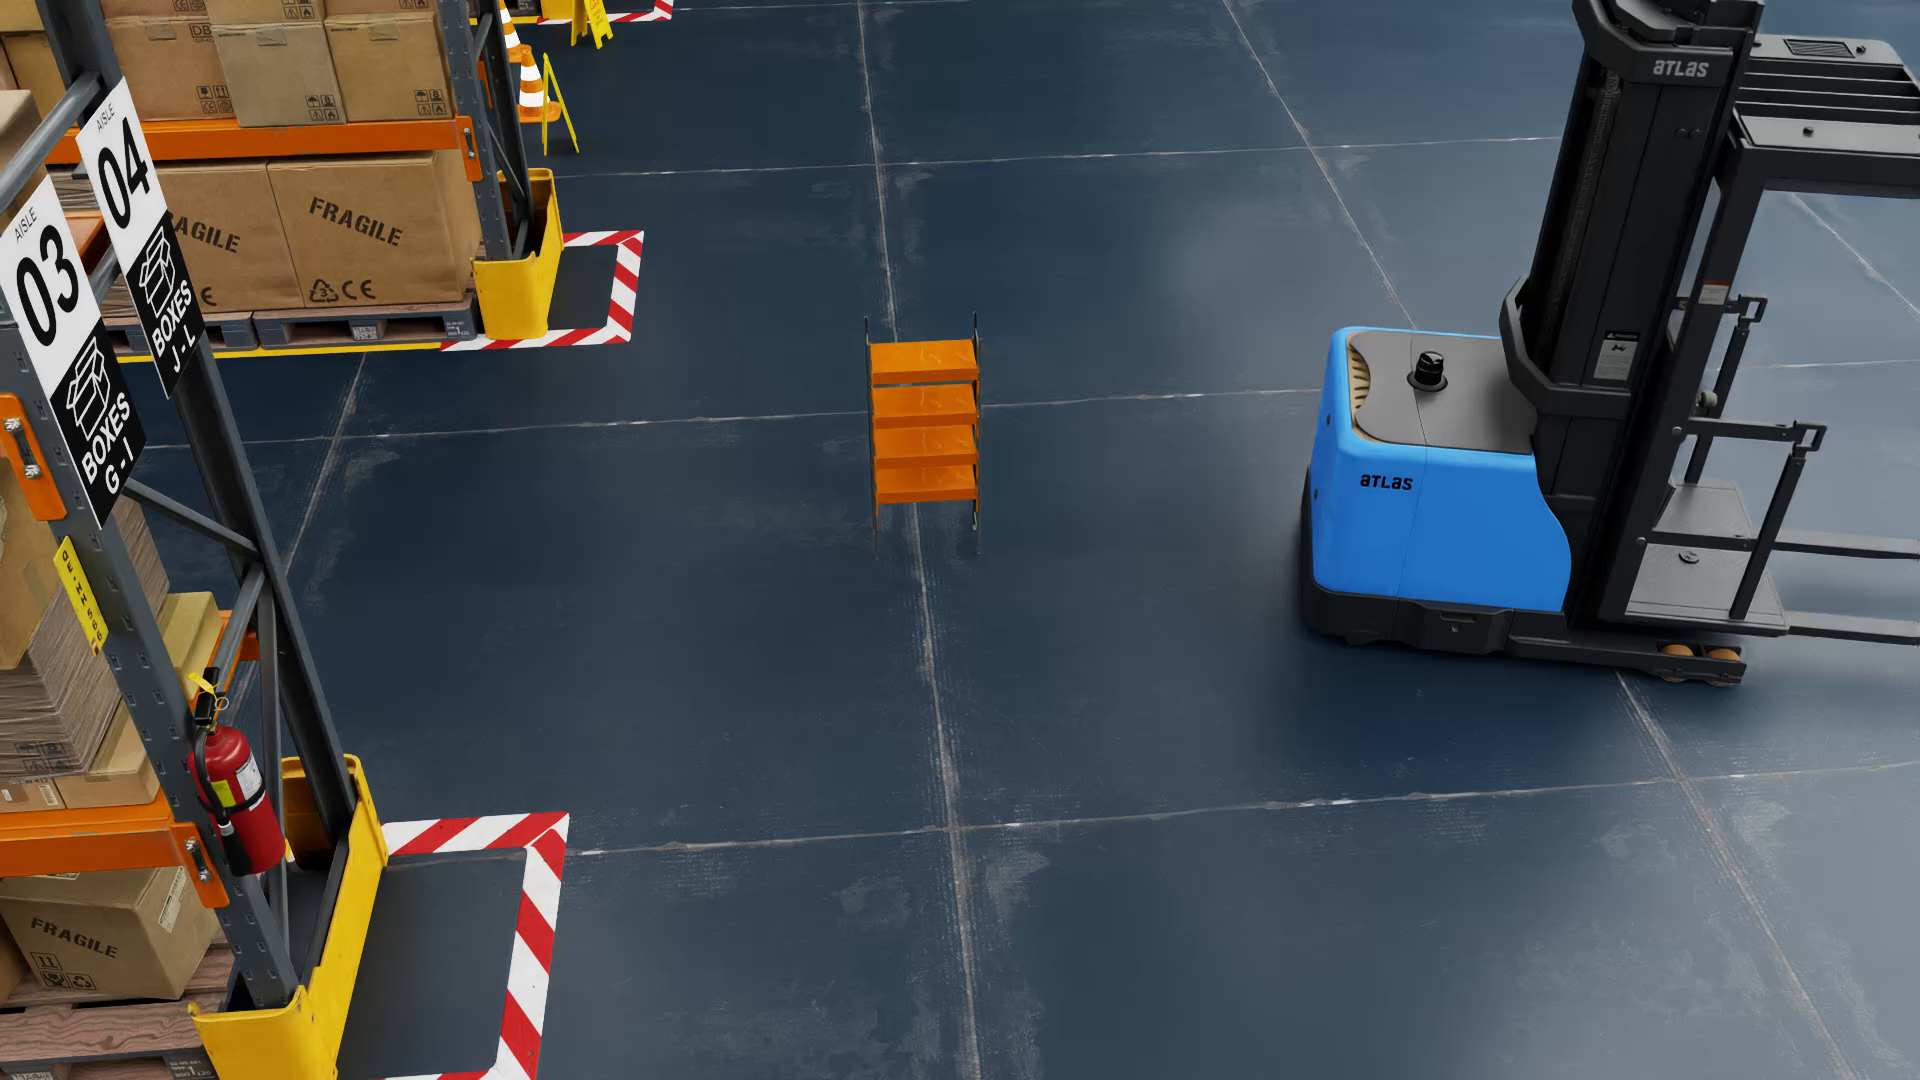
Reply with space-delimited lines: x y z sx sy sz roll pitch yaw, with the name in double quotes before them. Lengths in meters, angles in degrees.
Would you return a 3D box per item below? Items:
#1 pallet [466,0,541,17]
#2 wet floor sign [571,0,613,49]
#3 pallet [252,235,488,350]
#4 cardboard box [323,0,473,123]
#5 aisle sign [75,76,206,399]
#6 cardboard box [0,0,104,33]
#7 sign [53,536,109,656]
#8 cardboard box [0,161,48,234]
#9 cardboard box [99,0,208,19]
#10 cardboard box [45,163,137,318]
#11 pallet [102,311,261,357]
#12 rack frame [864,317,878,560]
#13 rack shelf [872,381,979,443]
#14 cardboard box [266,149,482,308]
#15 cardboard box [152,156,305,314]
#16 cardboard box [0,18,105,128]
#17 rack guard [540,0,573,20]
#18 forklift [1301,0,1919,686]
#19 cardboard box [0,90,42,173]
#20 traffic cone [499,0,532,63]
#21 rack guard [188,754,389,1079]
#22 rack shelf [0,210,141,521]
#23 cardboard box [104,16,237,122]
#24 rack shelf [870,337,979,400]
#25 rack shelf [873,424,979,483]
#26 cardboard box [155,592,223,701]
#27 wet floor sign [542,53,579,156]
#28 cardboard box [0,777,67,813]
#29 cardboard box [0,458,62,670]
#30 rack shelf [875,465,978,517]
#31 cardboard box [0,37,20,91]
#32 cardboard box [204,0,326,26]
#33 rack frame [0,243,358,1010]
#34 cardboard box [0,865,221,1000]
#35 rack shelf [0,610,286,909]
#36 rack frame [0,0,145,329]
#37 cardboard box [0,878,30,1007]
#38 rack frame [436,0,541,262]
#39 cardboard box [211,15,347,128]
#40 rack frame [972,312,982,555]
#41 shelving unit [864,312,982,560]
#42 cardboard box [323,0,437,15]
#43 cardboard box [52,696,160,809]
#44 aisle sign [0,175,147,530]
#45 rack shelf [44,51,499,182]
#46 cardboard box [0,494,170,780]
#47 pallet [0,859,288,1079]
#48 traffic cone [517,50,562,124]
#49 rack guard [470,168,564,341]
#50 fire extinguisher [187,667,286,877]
"pallet" -4.052 -4.611 13.746 1.213 0.211 1.003 -3 38 -4
"wet floor sign" -2.880 -4.159 12.822 0.232 0.644 0.267 9 39 12
"pallet" -3.415 -1.497 9.799 1.213 0.211 1.003 -3 38 -4
"cardboard box" -2.991 -2.695 8.944 0.550 0.550 0.875 -3 38 -4
"aisle sign" -2.251 -0.827 4.600 0.004 0.787 0.394 -3 38 -4
"cardboard box" -4.624 -3.027 8.494 0.500 0.550 0.875 -3 38 -4
"sign" -2.257 0.147 4.275 0.005 0.325 0.100 -3 38 -4
"cardboard box" -2.789 -0.870 4.453 0.500 0.250 0.500 -2 38 -3
"cardboard box" -4.108 -3.136 8.633 0.550 0.550 0.875 -3 38 -4
"cardboard box" -5.079 -1.838 9.357 0.875 0.875 0.875 -3 38 -4
"pallet" -4.627 -1.432 9.717 1.213 0.211 1.003 -3 38 -4
"rack frame" -0.408 -0.449 7.672 0.015 1.200 0.240 -3 38 -4
"rack shelf" -0.165 -0.585 7.592 0.480 0.148 0.258 -3 38 -4
"cardboard box" -3.295 -1.937 9.481 0.875 0.875 0.875 -3 38 -4
"cardboard box" -4.171 -1.887 9.419 0.875 0.875 0.875 -4 38 -5
"cardboard box" -4.630 -2.643 8.879 0.500 0.550 0.875 -3 38 -4
"rack guard" -3.240 -4.747 13.685 0.348 0.500 1.175 -3 38 -4
"forklift" 3.113 -0.866 6.803 3.031 2.935 1.130 5 39 7
"cardboard box" -2.581 -1.021 4.322 0.250 0.149 0.380 -3 38 -4
"traffic cone" -3.478 -3.917 12.663 0.334 0.463 0.336 -3 38 -4
"rack guard" -2.362 1.367 5.936 0.348 0.500 1.175 -3 38 -4
"rack shelf" -4.279 -0.404 4.321 4.000 0.370 1.077 -3 38 -4
"cardboard box" -4.106 -2.698 8.948 0.550 0.550 0.875 -3 38 -4
"rack shelf" -0.165 -0.770 7.445 0.480 0.148 0.258 -3 38 -4
"rack shelf" -0.165 -0.409 7.730 0.480 0.148 0.258 -3 38 -4
"cardboard box" -2.592 0.349 5.411 0.250 0.149 0.380 -3 38 -4
"wet floor sign" -2.772 -2.983 11.332 0.232 0.644 0.267 -9 39 -12
"cardboard box" -2.801 0.637 5.046 0.250 0.149 0.380 -3 38 -4
"cardboard box" -2.813 0.016 4.502 0.500 0.500 0.500 -3 38 -4
"rack shelf" -0.165 -0.253 7.853 0.480 0.148 0.258 -3 38 -4
"cardboard box" -5.149 -2.552 8.764 0.550 0.550 0.875 -3 38 -4
"cardboard box" -3.538 -3.083 8.565 0.550 0.550 0.875 -3 38 -4
"rack frame" -2.287 0.382 5.167 0.127 3.000 1.000 -3 38 -4
"cardboard box" -2.910 1.222 5.780 0.500 0.500 0.500 4 38 4
"rack shelf" -4.279 0.774 5.250 4.000 0.370 1.077 -3 38 -4
"rack frame" -2.287 -1.973 3.308 0.127 3.000 1.000 -3 38 -4
"cardboard box" -3.502 1.276 5.712 0.500 0.500 0.500 6 39 8
"rack frame" -2.625 -2.684 9.052 0.127 3.000 1.000 -3 38 -4
"cardboard box" -3.537 -2.651 8.889 0.550 0.550 0.875 -3 38 -4
"rack frame" 0.078 -0.475 7.706 0.015 1.200 0.240 -3 38 -4
"shelving unit" -0.165 -0.462 7.689 0.503 1.200 0.258 -3 38 -4
"cardboard box" -2.998 -3.170 8.676 0.550 0.550 0.875 -3 38 -4
"cardboard box" -2.552 0.623 5.063 0.250 0.149 0.380 -3 38 -4
"aisle sign" -2.198 -0.457 4.131 0.004 0.787 0.394 -3 38 -4
"rack shelf" -4.617 -2.292 9.136 4.000 0.370 1.077 -3 38 -4
"cardboard box" -2.837 0.239 5.027 0.500 0.500 0.875 -3 38 -4
"pallet" -3.175 1.503 5.996 1.213 0.211 1.003 -3 38 -4
"traffic cone" -3.041 -3.251 11.819 0.334 0.463 0.336 -3 38 -4
"rack guard" -2.601 -1.704 9.828 0.348 0.500 1.175 -3 38 -4
"fire extinguisher" -2.132 0.690 4.838 0.183 0.674 0.296 -3 38 -4
